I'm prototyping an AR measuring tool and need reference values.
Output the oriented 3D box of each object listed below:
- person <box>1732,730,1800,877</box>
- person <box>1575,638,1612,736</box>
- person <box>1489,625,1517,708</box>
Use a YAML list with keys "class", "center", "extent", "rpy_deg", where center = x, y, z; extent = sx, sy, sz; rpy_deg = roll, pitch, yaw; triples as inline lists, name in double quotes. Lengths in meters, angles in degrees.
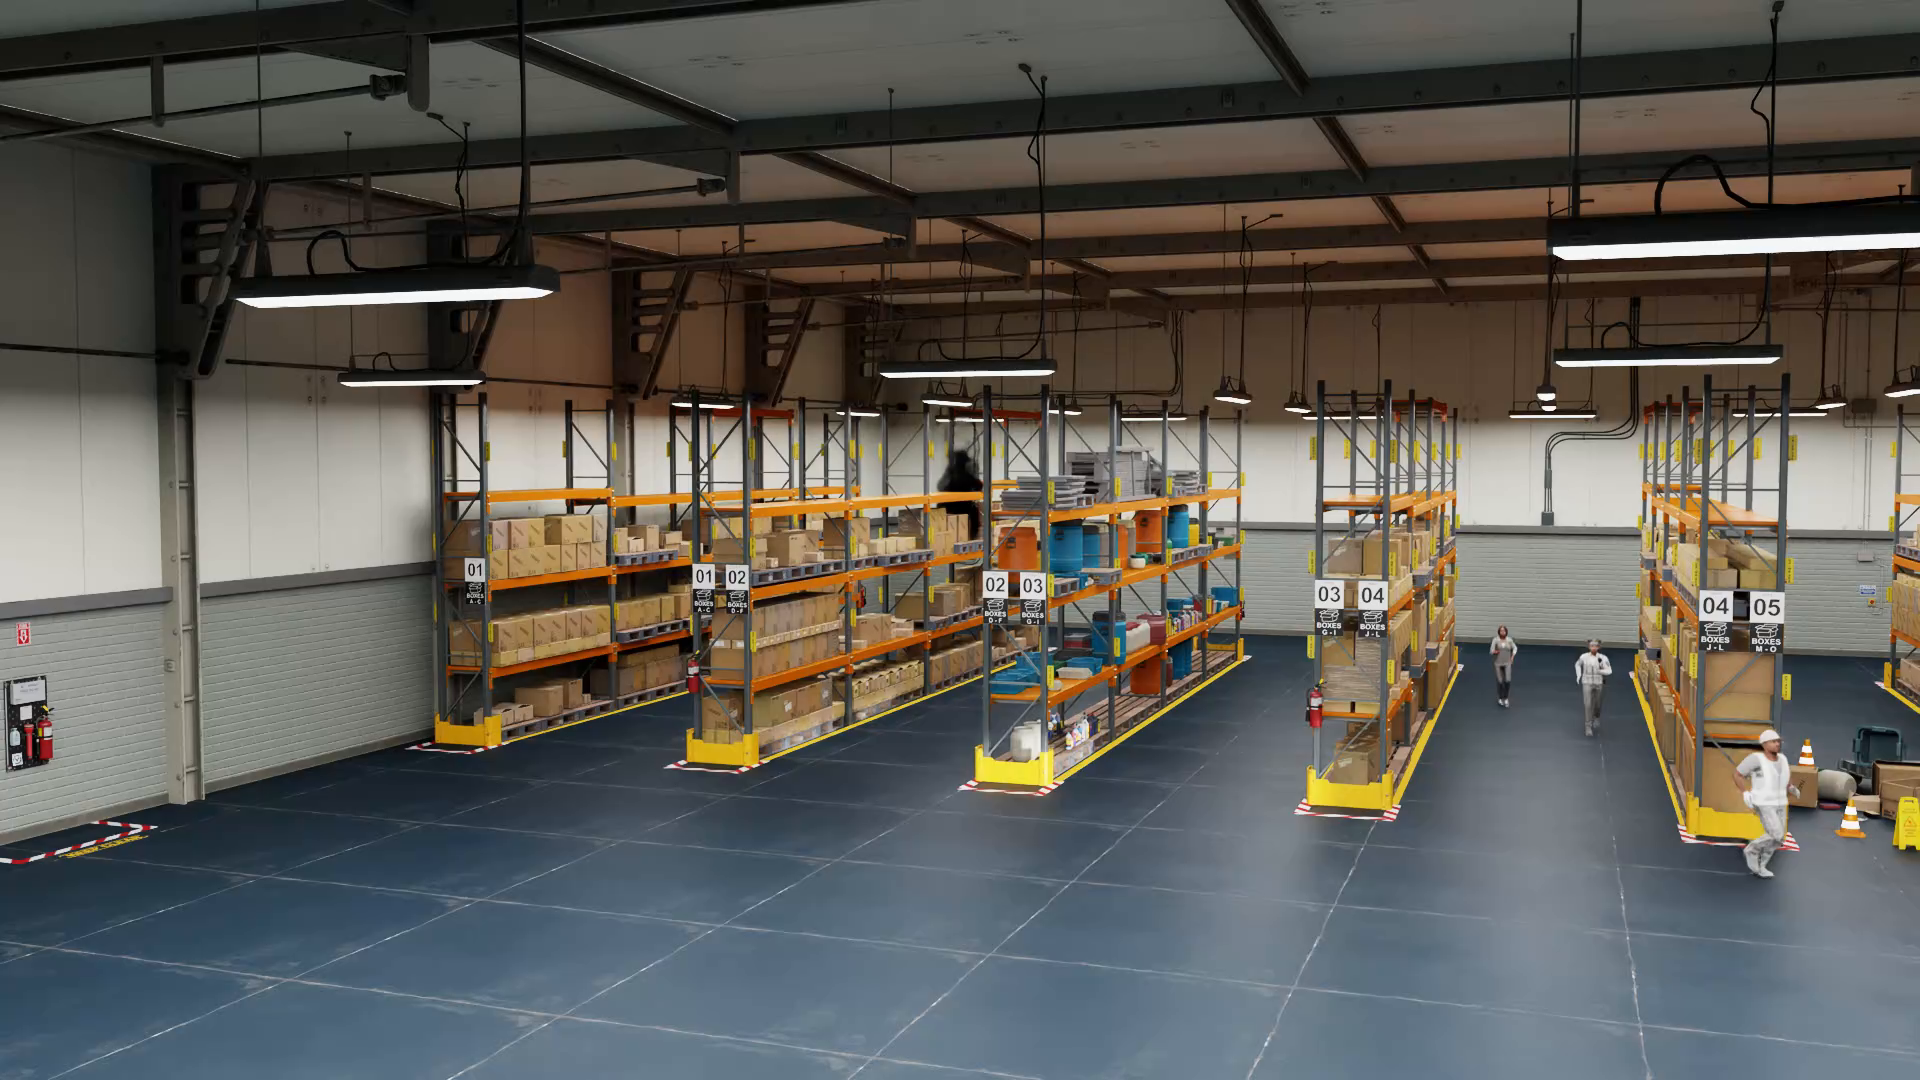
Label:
- class: "person"
  center: [9.474, 3.089, 19.394]
  extent: [0.679, 1.735, 0.592]
  rpy_deg: [-1, 3, -19]
- class: "person"
  center: [11.205, 2.565, 29.424]
  extent: [0.610, 1.684, 0.938]
  rpy_deg: [1, 3, 20]
- class: "person"
  center: [10.617, 2.474, 32.508]
  extent: [0.517, 1.608, 0.634]
  rpy_deg: [1, 3, 17]
